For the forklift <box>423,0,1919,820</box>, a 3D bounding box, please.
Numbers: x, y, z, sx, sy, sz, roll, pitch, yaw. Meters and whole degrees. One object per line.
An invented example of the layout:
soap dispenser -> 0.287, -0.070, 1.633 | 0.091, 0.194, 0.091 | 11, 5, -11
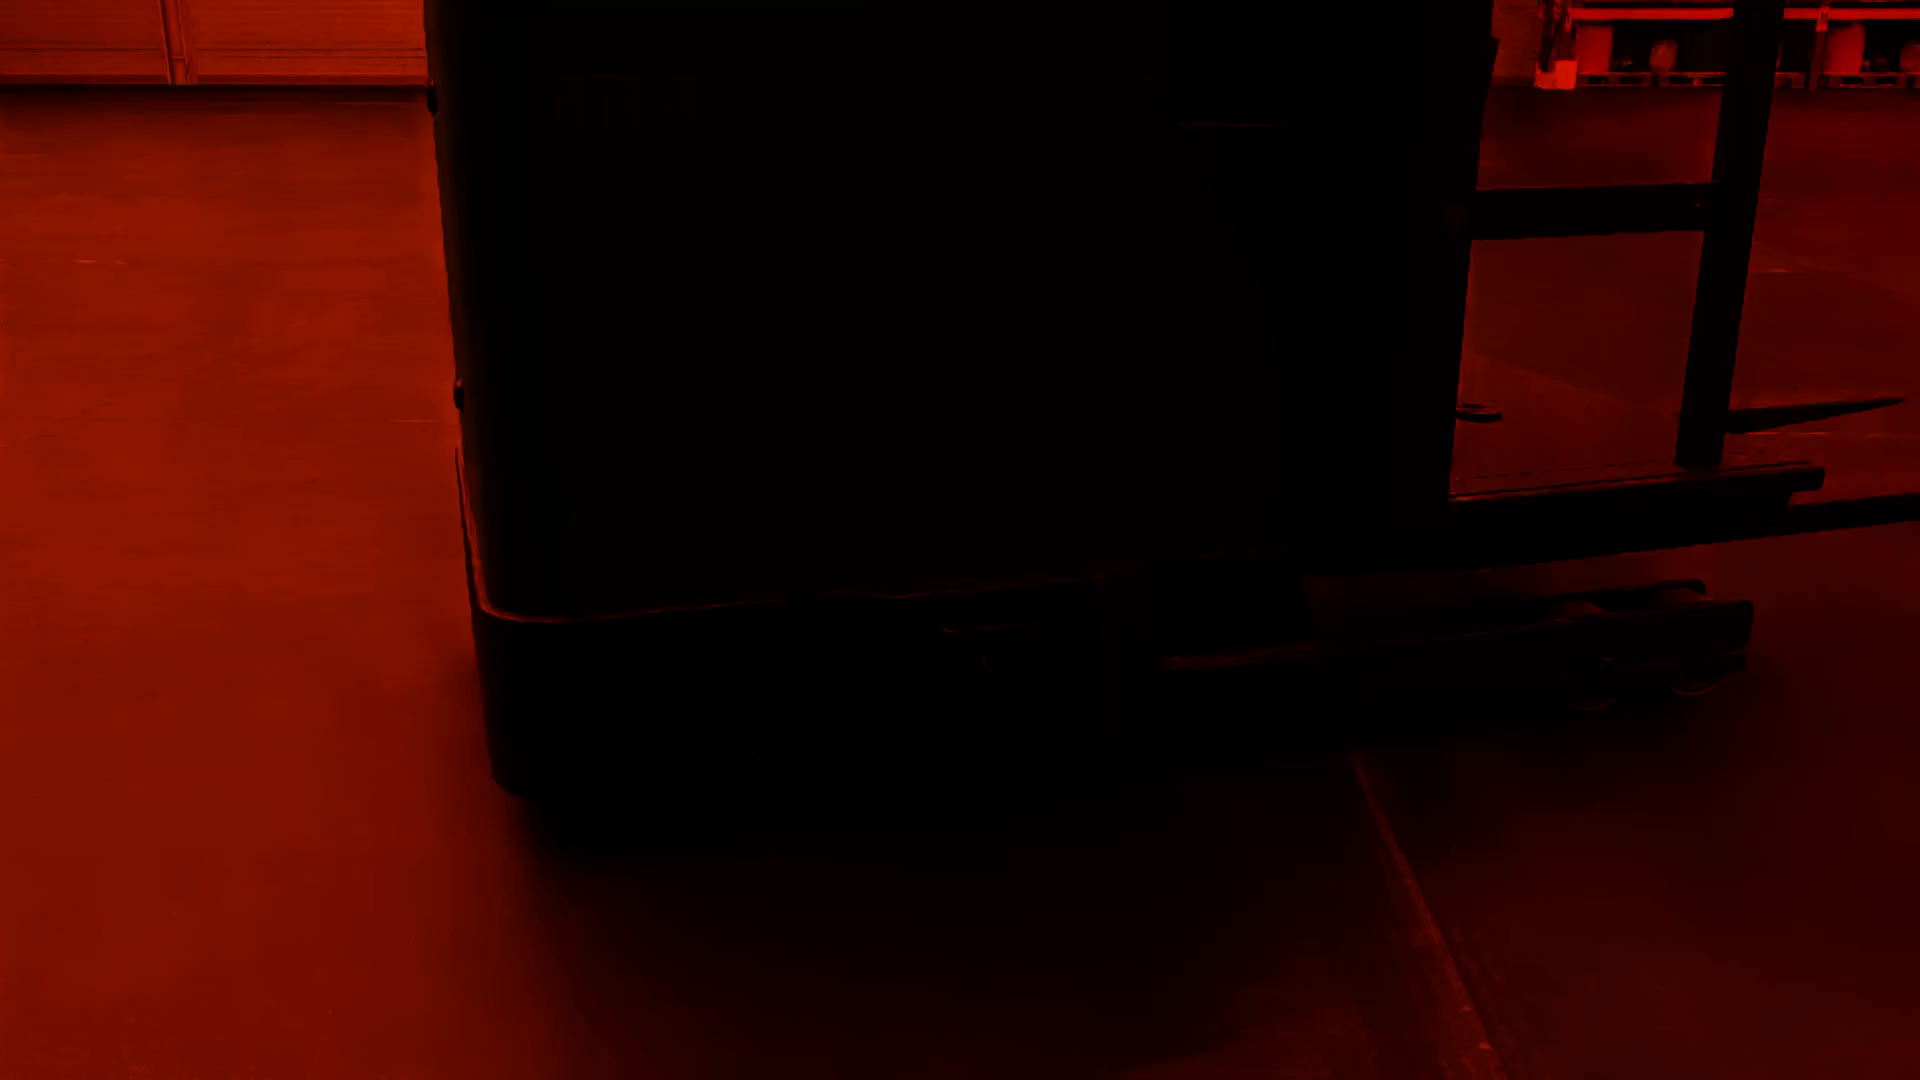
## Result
forklift -> 0.710, -1.282, 2.557 | 3.031, 2.935, 1.130 | -5, 18, -17
